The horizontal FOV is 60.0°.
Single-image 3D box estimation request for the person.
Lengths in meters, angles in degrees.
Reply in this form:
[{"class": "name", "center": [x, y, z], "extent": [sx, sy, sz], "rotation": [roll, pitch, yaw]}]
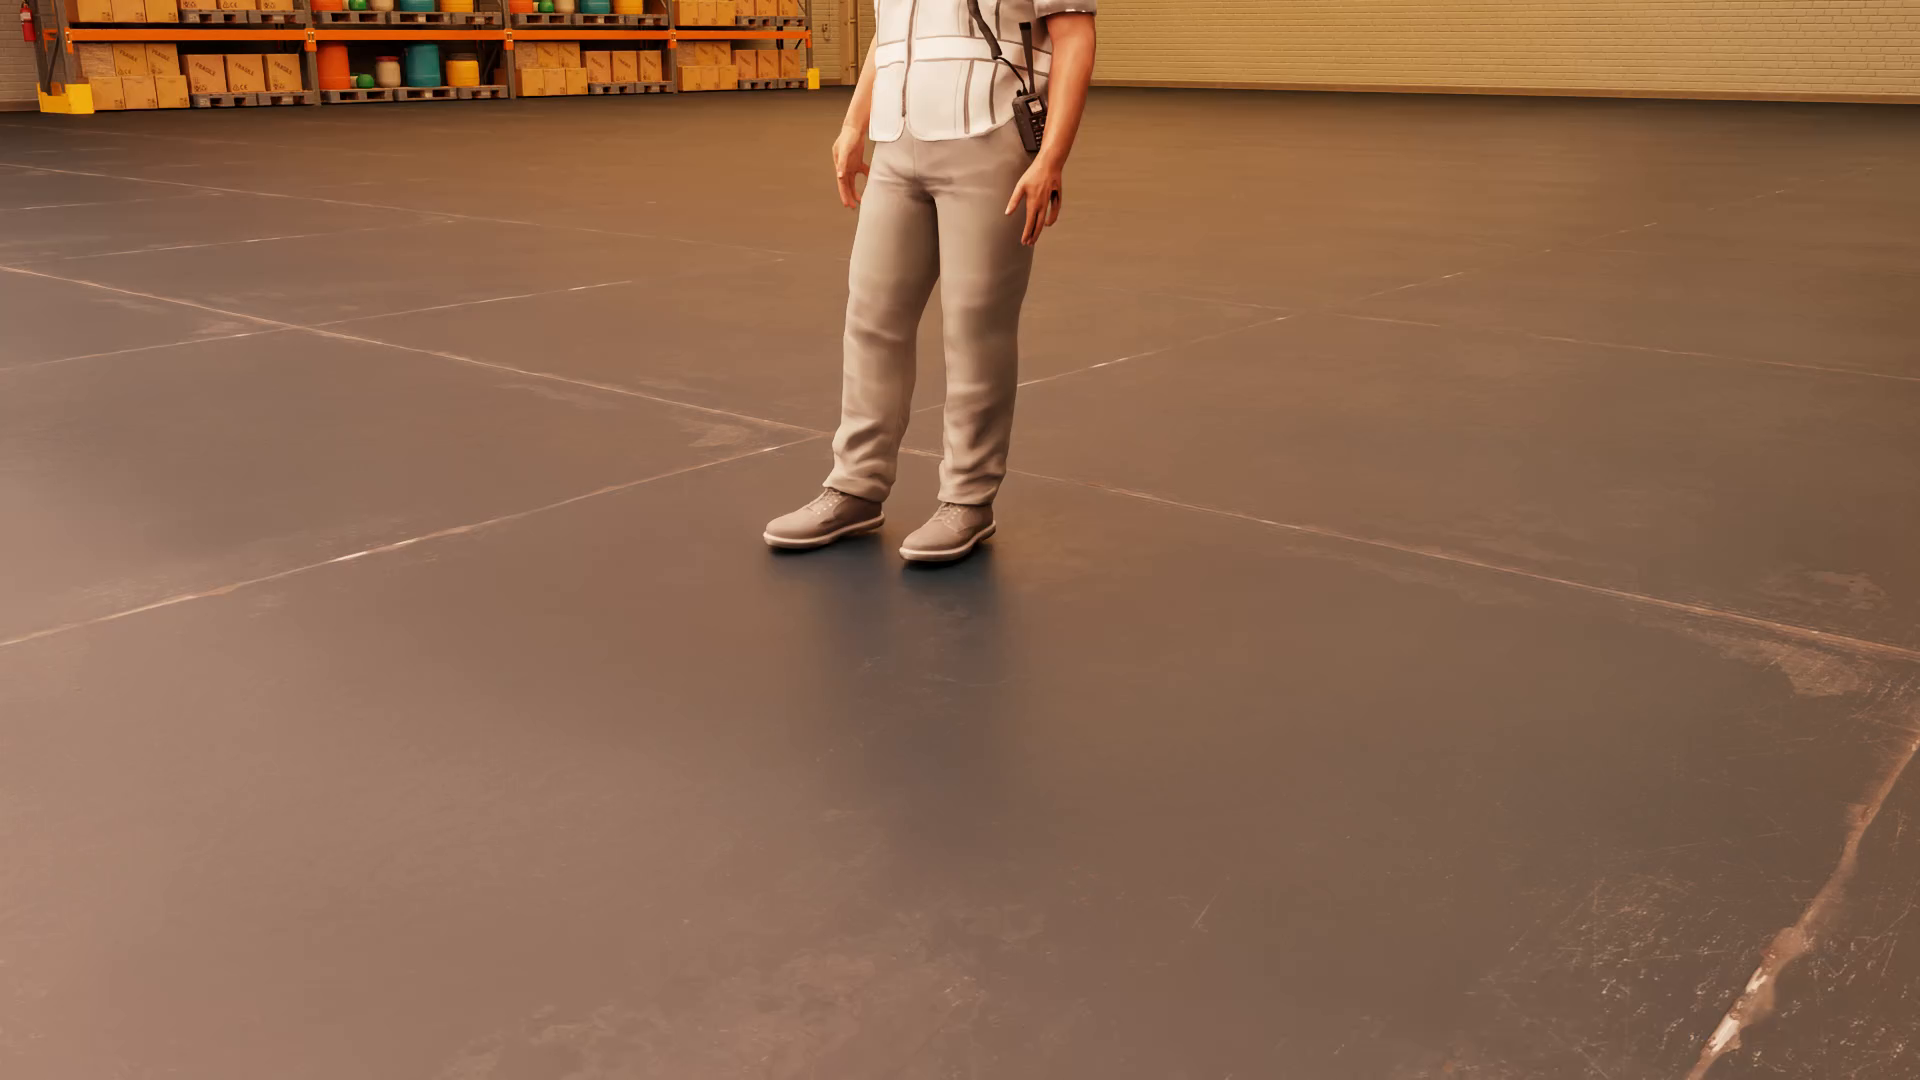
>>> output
[{"class": "person", "center": [-0.059, -0.844, 3.631], "extent": [0.640, 1.781, 0.575], "rotation": [13, 21, 37]}]
